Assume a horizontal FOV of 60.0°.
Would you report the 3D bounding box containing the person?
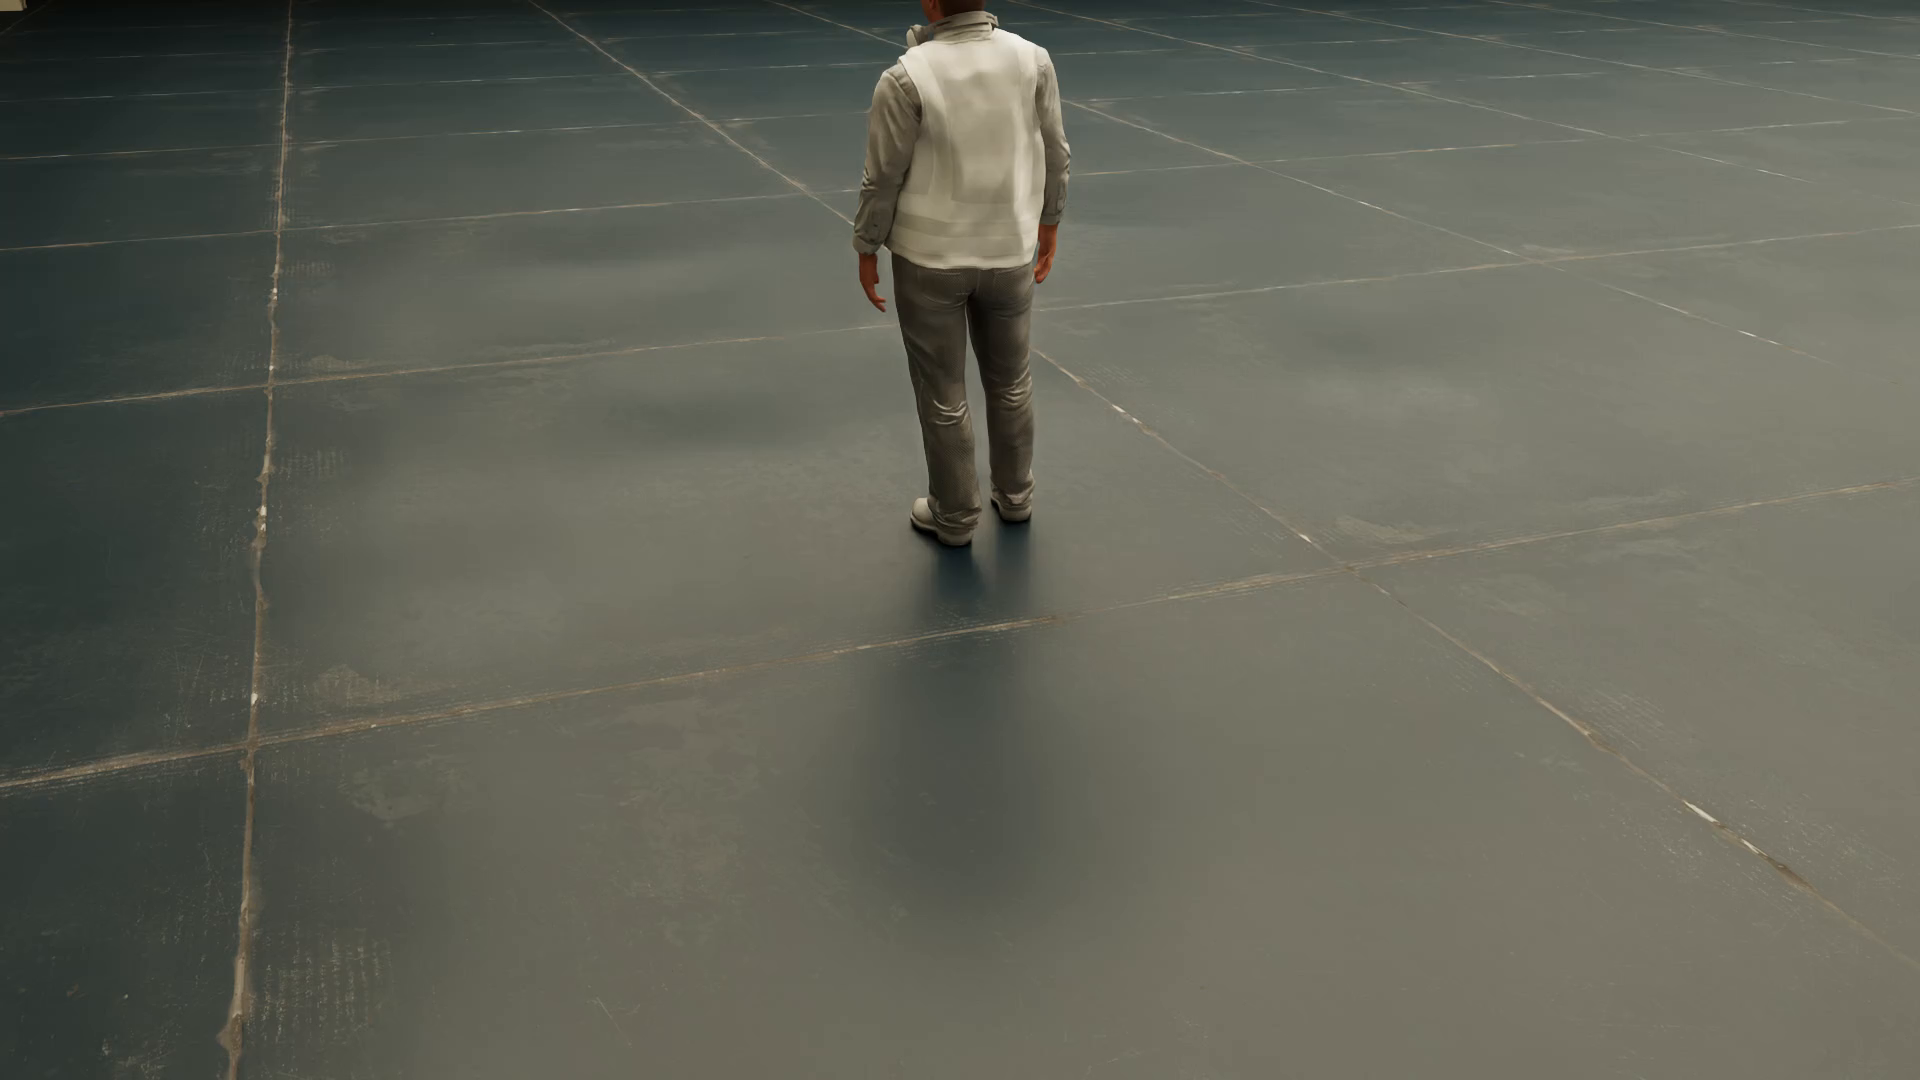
[{"bbox_3d":[-0.015,-0.849,4.789,0.634,1.775,0.566,-8,24,-18],"label":"person"}]
